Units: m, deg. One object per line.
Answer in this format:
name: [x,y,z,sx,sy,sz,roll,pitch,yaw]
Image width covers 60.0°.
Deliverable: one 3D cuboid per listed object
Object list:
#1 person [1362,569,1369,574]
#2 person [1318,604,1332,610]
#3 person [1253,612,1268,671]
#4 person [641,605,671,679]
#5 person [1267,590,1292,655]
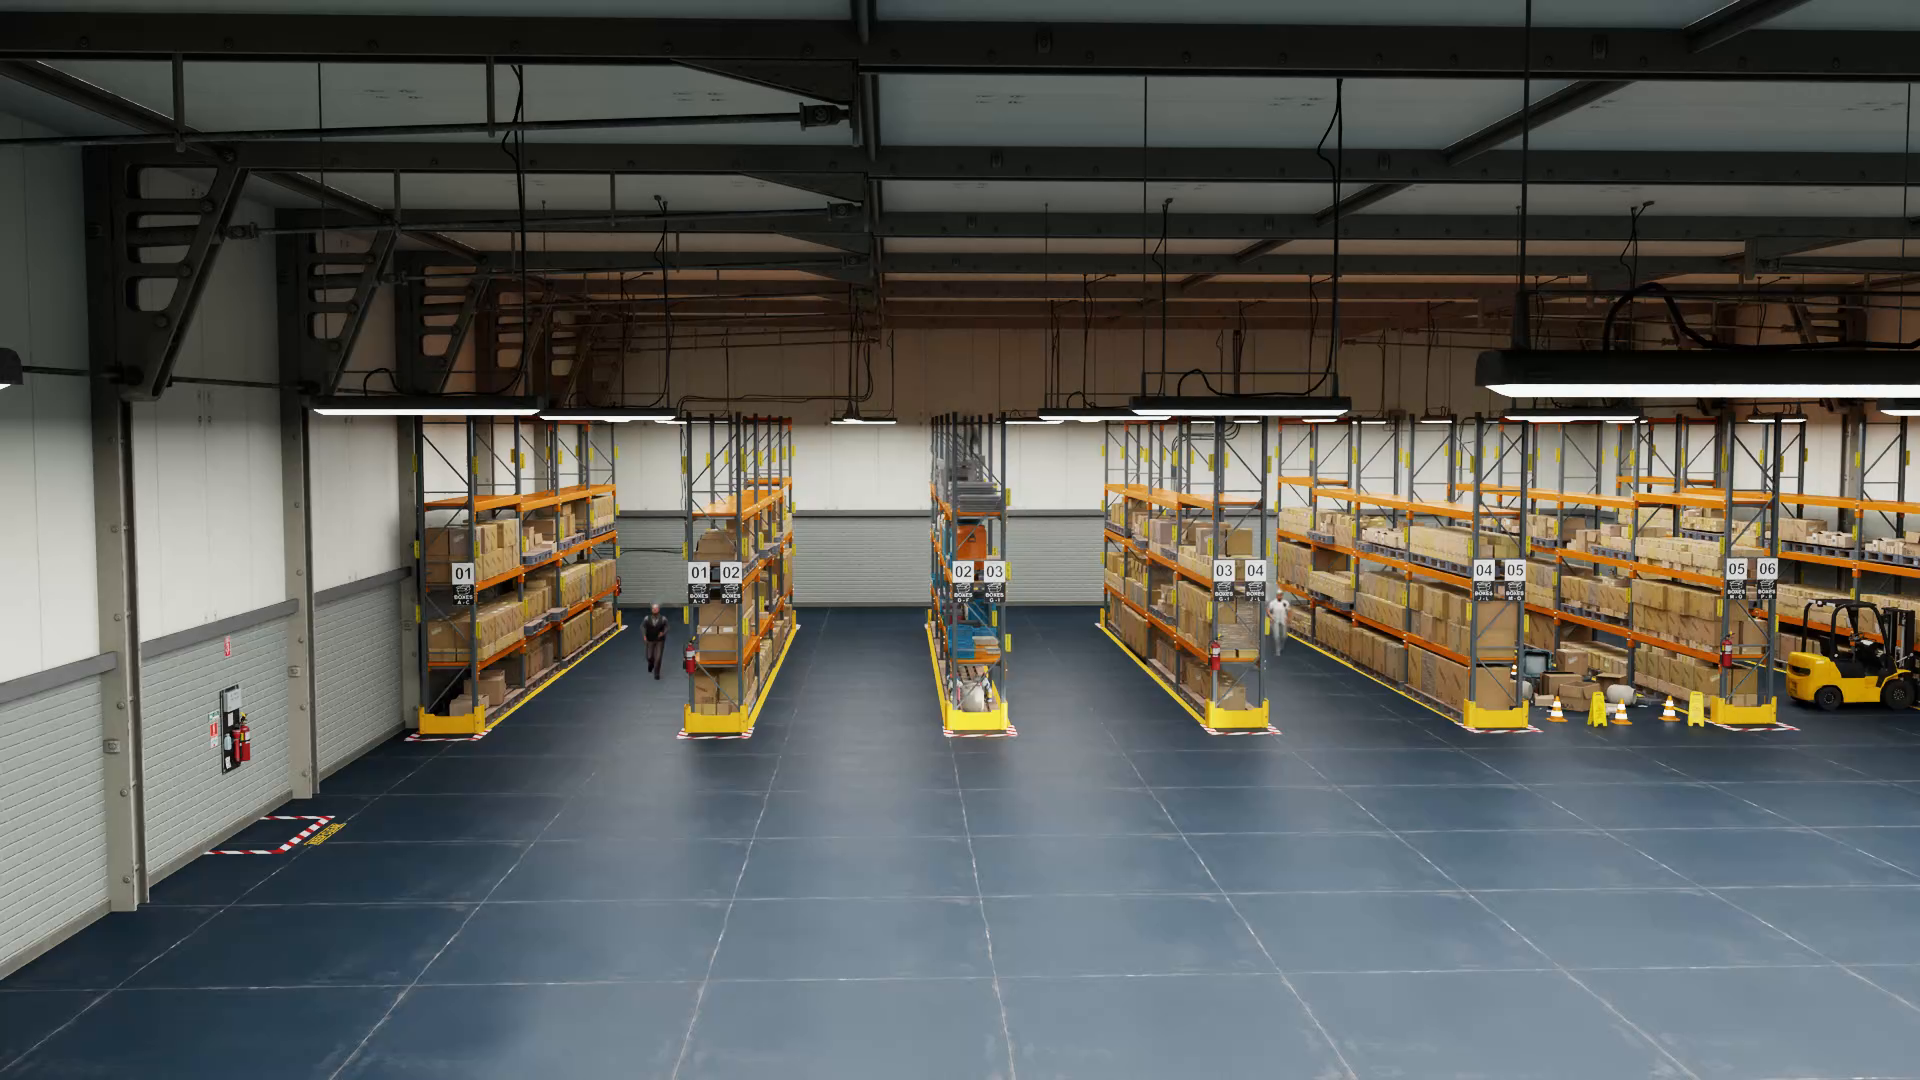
person: [11.129,1.694,45.607,0.662,1.786,0.982,0,4,-3]
person: [10.709,1.520,48.833,0.898,1.752,0.653,-1,4,-8]
person: [6.962,2.164,39.256,0.678,1.763,0.835,-1,4,-10]
person: [-6.922,2.315,37.798,0.688,1.690,0.593,0,4,-3]
person: [8.043,2.066,41.882,0.628,1.627,0.596,0,4,3]
